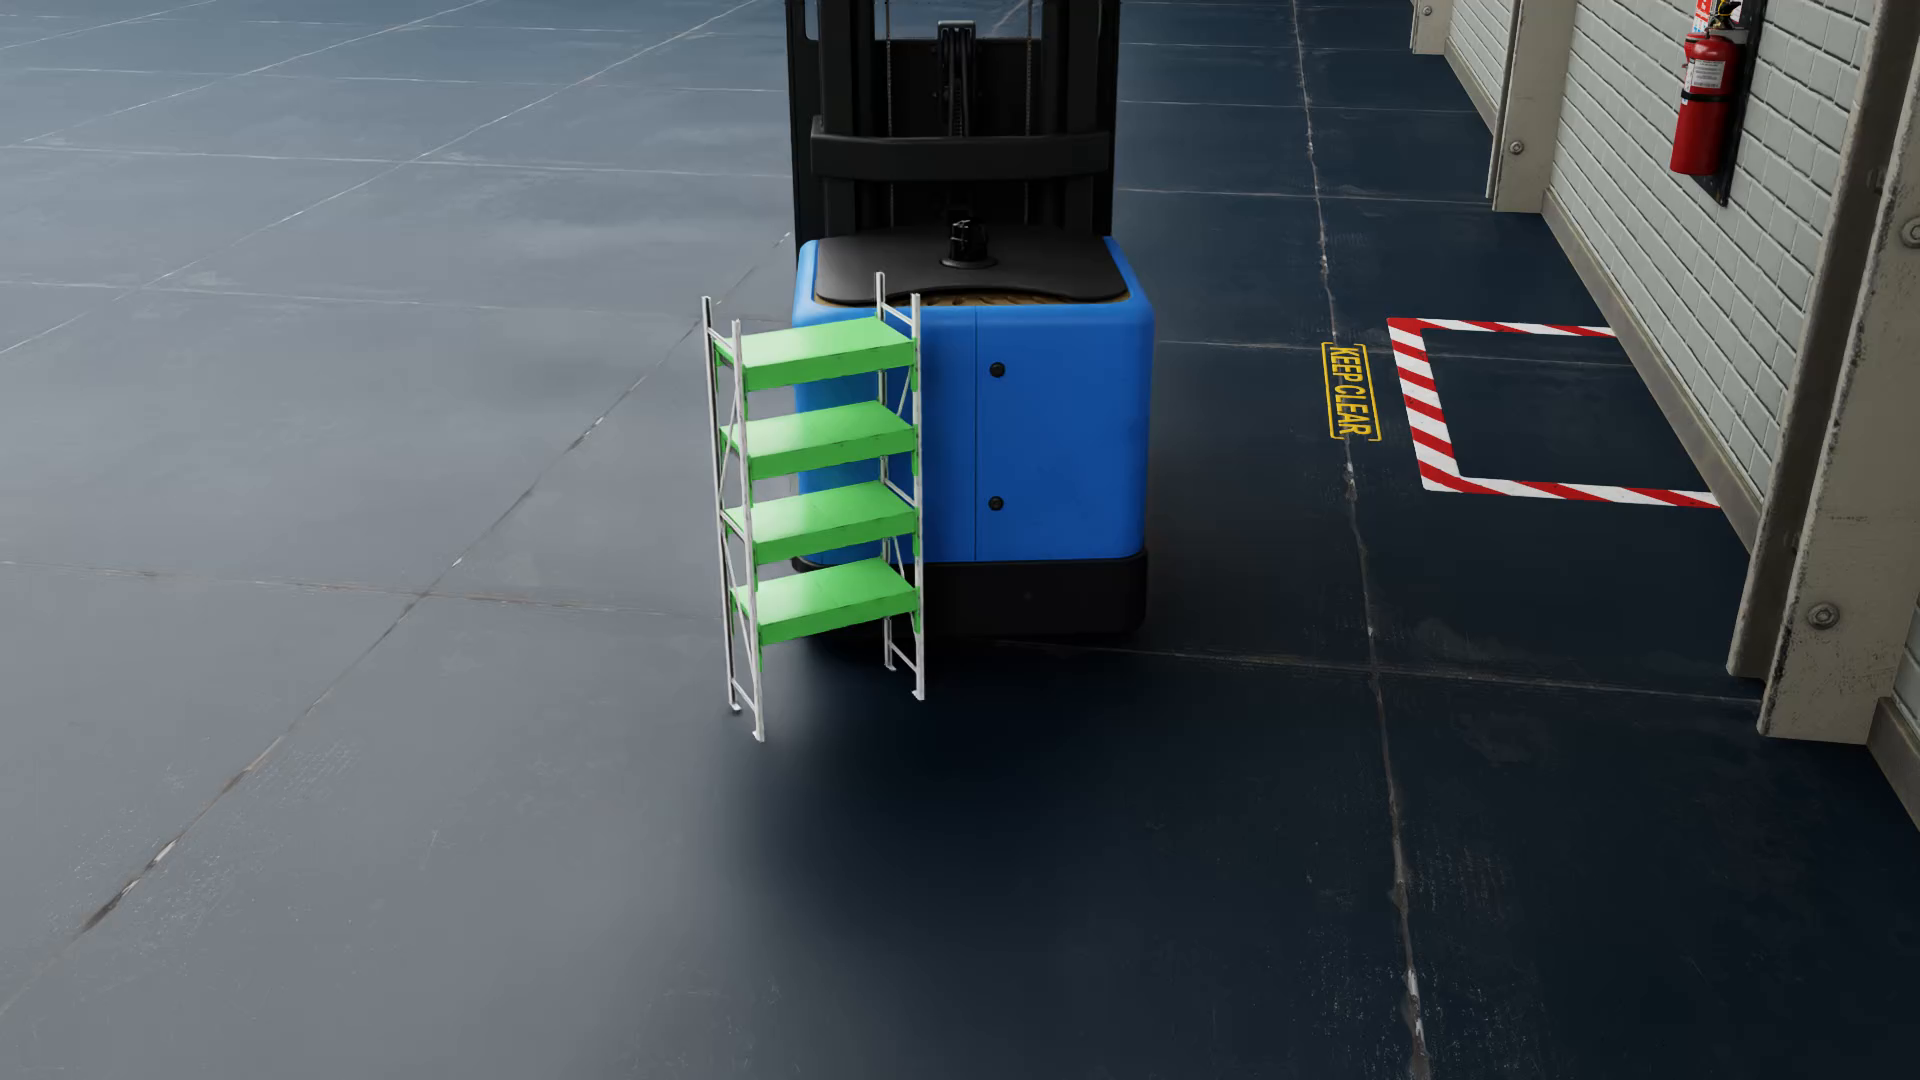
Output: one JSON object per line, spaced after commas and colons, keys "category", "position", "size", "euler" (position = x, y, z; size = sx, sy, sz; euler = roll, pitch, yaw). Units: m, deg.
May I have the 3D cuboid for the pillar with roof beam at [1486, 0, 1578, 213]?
{"category": "pillar with roof beam", "position": [-0.868, -6.415, 8.839], "size": [9.100, 9.000, 0.400], "euler": [4, 25, 9]}

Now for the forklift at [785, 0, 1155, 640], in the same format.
{"category": "forklift", "position": [-0.038, -1.616, 5.745], "size": [1.130, 2.935, 3.031], "euler": [-1, 25, -3]}

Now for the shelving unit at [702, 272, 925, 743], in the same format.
{"category": "shelving unit", "position": [-0.380, -0.081, 4.507], "size": [0.503, 1.200, 0.258], "euler": [-12, 28, -24]}

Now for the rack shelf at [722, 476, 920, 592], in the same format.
{"category": "rack shelf", "position": [-0.380, -0.023, 4.534], "size": [0.480, 0.148, 0.258], "euler": [-12, 28, -24]}

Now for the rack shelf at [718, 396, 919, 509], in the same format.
{"category": "rack shelf", "position": [-0.380, -0.240, 4.432], "size": [0.480, 0.148, 0.258], "euler": [-12, 28, -24]}

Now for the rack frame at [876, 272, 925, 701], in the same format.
{"category": "rack frame", "position": [-0.163, -0.128, 4.607], "size": [0.015, 1.200, 0.240], "euler": [-12, 28, -24]}

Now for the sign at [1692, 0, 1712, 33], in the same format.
{"category": "sign", "position": [3.032, -2.161, 6.786], "size": [0.001, 0.329, 0.234], "euler": [4, 25, 9]}

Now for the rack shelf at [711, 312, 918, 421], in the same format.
{"category": "rack shelf", "position": [-0.380, -0.457, 4.330], "size": [0.480, 0.148, 0.258], "euler": [-12, 28, -24]}

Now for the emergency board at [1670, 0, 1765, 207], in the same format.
{"category": "emergency board", "position": [2.840, -1.921, 6.315], "size": [0.194, 1.169, 0.643], "euler": [4, 25, 9]}

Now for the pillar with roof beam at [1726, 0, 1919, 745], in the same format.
{"category": "pillar with roof beam", "position": [-1.849, -3.905, 3.478], "size": [9.100, 9.000, 0.400], "euler": [4, 25, 9]}

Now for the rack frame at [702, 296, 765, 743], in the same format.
{"category": "rack frame", "position": [-0.597, -0.033, 4.406], "size": [0.015, 1.200, 0.240], "euler": [-12, 28, -24]}

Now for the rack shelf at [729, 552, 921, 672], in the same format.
{"category": "rack shelf", "position": [-0.380, 0.195, 4.636], "size": [0.480, 0.148, 0.258], "euler": [-12, 28, -24]}

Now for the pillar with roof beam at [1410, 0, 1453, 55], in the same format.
{"category": "pillar with roof beam", "position": [0.112, -8.924, 14.200], "size": [9.100, 9.000, 0.400], "euler": [4, 25, 9]}
